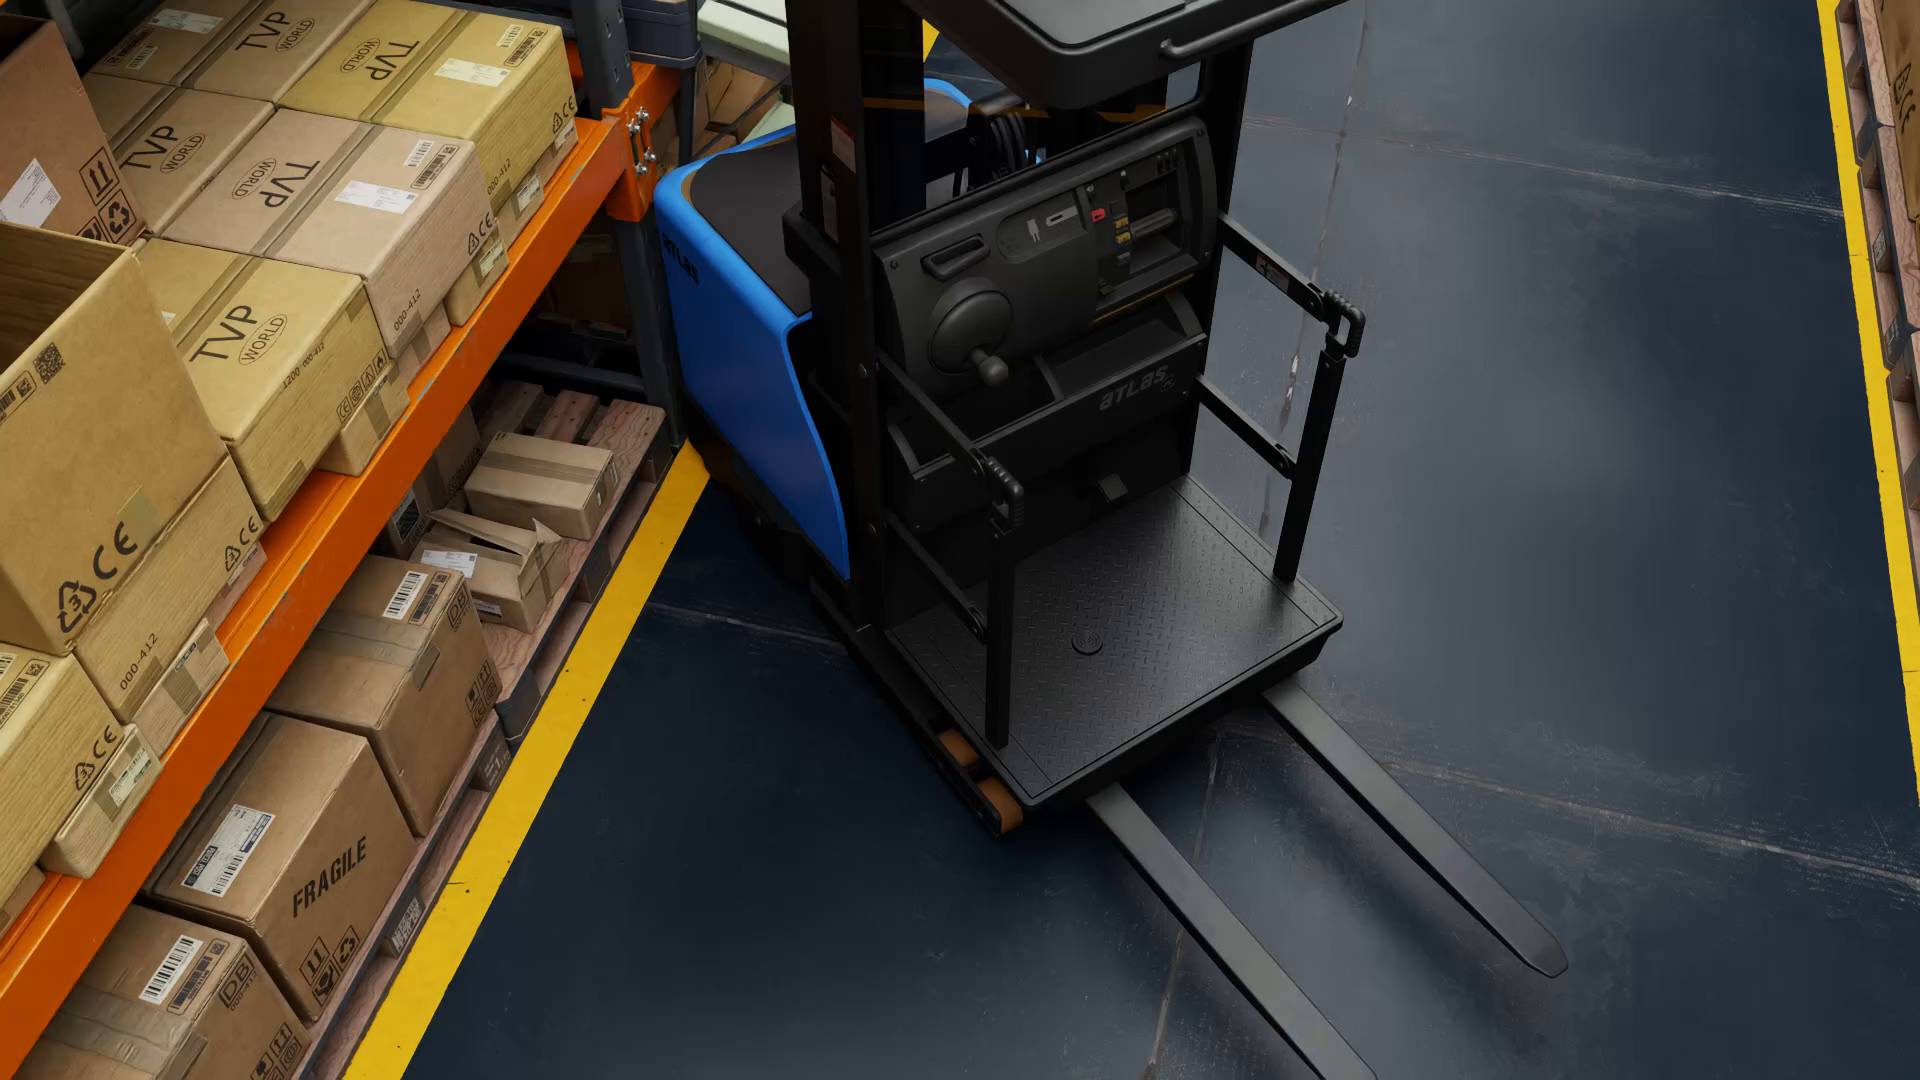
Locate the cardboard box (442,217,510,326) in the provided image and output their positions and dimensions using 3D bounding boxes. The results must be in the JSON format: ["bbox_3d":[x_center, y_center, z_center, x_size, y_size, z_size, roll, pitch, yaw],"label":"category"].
[{"bbox_3d":[-1.328,-0.683,4.020,0.380,0.149,0.250,13,50,11],"label":"cardboard box"}]

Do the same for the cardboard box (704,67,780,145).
[{"bbox_3d":[-0.920,-1.436,5.904,0.500,0.500,0.500,11,49,10],"label":"cardboard box"}]

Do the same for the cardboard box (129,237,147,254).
[{"bbox_3d":[-2.049,-0.439,3.538,0.500,0.250,0.500,13,50,11],"label":"cardboard box"}]

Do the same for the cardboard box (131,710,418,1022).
[{"bbox_3d":[-1.698,0.753,3.972,0.500,0.500,0.500,12,50,11],"label":"cardboard box"}]

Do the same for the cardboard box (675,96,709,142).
[{"bbox_3d":[-1.046,-1.381,5.423,0.380,0.149,0.250,10,49,9],"label":"cardboard box"}]

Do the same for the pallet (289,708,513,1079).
[{"bbox_3d":[-1.896,0.873,4.339,1.003,0.211,1.213,12,50,10],"label":"pallet"}]

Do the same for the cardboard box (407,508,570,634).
[{"bbox_3d":[-1.353,0.053,4.746,0.396,0.266,0.258,13,50,11],"label":"cardboard box"}]

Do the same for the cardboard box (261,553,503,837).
[{"bbox_3d":[-1.660,0.364,4.315,0.700,0.500,0.500,10,49,9],"label":"cardboard box"}]

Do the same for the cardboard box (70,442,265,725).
[{"bbox_3d":[-1.692,0.031,3.123,0.500,0.250,0.500,10,49,9],"label":"cardboard box"}]

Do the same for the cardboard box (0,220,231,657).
[{"bbox_3d":[-1.674,-0.196,2.824,0.500,0.500,0.500,13,50,11],"label":"cardboard box"}]

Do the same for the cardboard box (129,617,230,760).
[{"bbox_3d":[-1.660,0.244,3.201,0.380,0.149,0.250,13,50,11],"label":"cardboard box"}]

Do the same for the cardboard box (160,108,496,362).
[{"bbox_3d":[-1.412,-0.699,3.768,0.500,0.250,0.500,12,50,10],"label":"cardboard box"}]

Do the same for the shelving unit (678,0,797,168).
[{"bbox_3d":[-0.533,-1.281,5.247,0.431,1.500,0.755,22,50,7],"label":"shelving unit"}]

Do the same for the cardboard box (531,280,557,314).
[{"bbox_3d":[-1.552,-1.157,5.658,0.500,0.500,0.500,11,50,10],"label":"cardboard box"}]

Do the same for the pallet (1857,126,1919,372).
[{"bbox_3d":[3.844,-0.991,5.984,1.003,0.211,1.213,12,50,10],"label":"pallet"}]

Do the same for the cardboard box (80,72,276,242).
[{"bbox_3d":[-1.912,-0.812,3.867,0.500,0.250,0.500,11,50,10],"label":"cardboard box"}]

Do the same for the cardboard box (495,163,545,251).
[{"bbox_3d":[-1.283,-0.876,4.190,0.380,0.149,0.250,13,50,11],"label":"cardboard box"}]

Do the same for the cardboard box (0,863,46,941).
[{"bbox_3d":[-1.849,0.607,2.881,0.380,0.149,0.250,12,50,11],"label":"cardboard box"}]

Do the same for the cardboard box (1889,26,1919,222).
[{"bbox_3d":[3.946,-1.657,5.849,0.875,0.875,0.875,12,50,10],"label":"cardboard box"}]

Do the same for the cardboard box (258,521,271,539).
[{"bbox_3d":[-1.640,-0.144,3.544,0.380,0.149,0.250,12,50,11],"label":"cardboard box"}]

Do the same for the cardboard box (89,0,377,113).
[{"bbox_3d":[-1.786,-1.176,4.189,0.500,0.250,0.500,11,50,10],"label":"cardboard box"}]

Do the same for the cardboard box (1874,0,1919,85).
[{"bbox_3d":[4.185,-2.301,6.417,0.875,0.875,0.875,11,50,10],"label":"cardboard box"}]

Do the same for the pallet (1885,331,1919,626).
[{"bbox_3d":[3.525,-0.105,5.202,1.003,0.211,1.213,12,50,10],"label":"pallet"}]

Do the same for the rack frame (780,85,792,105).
[{"bbox_3d":[-0.399,-1.530,5.480,0.400,1.500,0.023,22,50,7],"label":"rack frame"}]

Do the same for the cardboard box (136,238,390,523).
[{"bbox_3d":[-1.556,-0.341,3.452,0.500,0.250,0.500,11,50,10],"label":"cardboard box"}]

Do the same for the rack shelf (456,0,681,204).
[{"bbox_3d":[-0.869,-2.641,6.060,1.077,0.370,4.000,12,50,10],"label":"rack shelf"}]

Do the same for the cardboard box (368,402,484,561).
[{"bbox_3d":[-1.797,-0.250,4.983,0.500,0.311,0.500,13,50,11],"label":"cardboard box"}]

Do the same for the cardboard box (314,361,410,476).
[{"bbox_3d":[-1.464,-0.308,3.689,0.380,0.149,0.250,11,49,9],"label":"cardboard box"}]

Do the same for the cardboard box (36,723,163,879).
[{"bbox_3d":[-1.710,0.439,3.030,0.380,0.149,0.250,10,49,9],"label":"cardboard box"}]

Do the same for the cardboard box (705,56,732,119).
[{"bbox_3d":[-0.990,-1.569,5.588,0.380,0.149,0.250,9,49,8],"label":"cardboard box"}]

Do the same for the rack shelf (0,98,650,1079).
[{"bbox_3d":[-1.922,0.253,3.506,1.077,0.370,4.000,12,50,10],"label":"rack shelf"}]

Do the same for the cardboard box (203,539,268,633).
[{"bbox_3d":[-1.659,0.044,3.378,0.380,0.149,0.250,11,50,10],"label":"cardboard box"}]

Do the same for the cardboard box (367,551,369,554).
[{"bbox_3d":[-1.911,0.117,4.767,0.380,0.149,0.250,11,49,10],"label":"cardboard box"}]

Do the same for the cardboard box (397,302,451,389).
[{"bbox_3d":[-1.424,-0.499,3.857,0.380,0.149,0.250,13,50,11],"label":"cardboard box"}]

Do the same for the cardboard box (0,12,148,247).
[{"bbox_3d":[-2.044,-0.704,3.272,0.500,0.500,0.500,10,49,9],"label":"cardboard box"}]

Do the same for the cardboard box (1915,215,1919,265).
[{"bbox_3d":[3.710,-1.010,5.278,0.875,0.875,0.875,13,50,11],"label":"cardboard box"}]

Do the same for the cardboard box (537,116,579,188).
[{"bbox_3d":[-1.236,-1.068,4.360,0.380,0.149,0.250,12,50,11],"label":"cardboard box"}]

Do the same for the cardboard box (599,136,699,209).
[{"bbox_3d":[-1.044,-1.165,5.232,0.380,0.149,0.250,14,50,12],"label":"cardboard box"}]

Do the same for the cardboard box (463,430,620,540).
[{"bbox_3d":[-1.259,-0.167,5.018,0.380,0.149,0.250,10,49,9],"label":"cardboard box"}]

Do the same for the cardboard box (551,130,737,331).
[{"bbox_3d":[-1.051,-1.049,5.563,0.500,0.500,0.500,14,50,12],"label":"cardboard box"}]

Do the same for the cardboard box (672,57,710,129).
[{"bbox_3d":[-1.022,-1.461,5.295,0.380,0.149,0.250,9,49,8],"label":"cardboard box"}]

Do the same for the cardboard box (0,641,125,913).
[{"bbox_3d":[-1.806,0.406,2.793,0.500,0.250,0.500,11,49,9],"label":"cardboard box"}]

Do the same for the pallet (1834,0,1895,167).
[{"bbox_3d":[4.167,-1.870,6.760,1.003,0.211,1.213,12,50,10],"label":"pallet"}]

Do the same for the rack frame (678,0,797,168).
[{"bbox_3d":[-0.666,-1.032,5.015,0.400,1.500,0.023,22,50,7],"label":"rack frame"}]

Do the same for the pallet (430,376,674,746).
[{"bbox_3d":[-1.577,-0.013,5.120,1.003,0.211,1.213,12,50,10],"label":"pallet"}]

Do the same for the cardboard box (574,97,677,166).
[{"bbox_3d":[-1.103,-1.276,5.131,0.380,0.149,0.250,11,49,9],"label":"cardboard box"}]

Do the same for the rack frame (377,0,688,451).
[{"bbox_3d":[-1.395,-1.432,4.513,1.000,3.000,0.127,12,50,10],"label":"rack frame"}]

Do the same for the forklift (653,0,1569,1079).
[{"bbox_3d":[0.352,-0.583,3.810,1.130,2.935,3.031,-27,54,-22],"label":"forklift"}]

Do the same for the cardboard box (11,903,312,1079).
[{"bbox_3d":[-1.933,1.115,3.652,0.700,0.500,0.500,13,50,12],"label":"cardboard box"}]

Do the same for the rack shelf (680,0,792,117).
[{"bbox_3d":[-0.472,-1.526,4.950,0.431,0.370,0.720,22,50,7],"label":"rack shelf"}]

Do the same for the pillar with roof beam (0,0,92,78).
[{"bbox_3d":[1.705,-2.242,1.227,9.100,9.000,0.400,12,50,10],"label":"pillar with roof beam"}]

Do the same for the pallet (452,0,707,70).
[{"bbox_3d":[-1.080,-1.925,5.076,1.003,0.211,1.213,12,50,10],"label":"pallet"}]

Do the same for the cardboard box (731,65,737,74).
[{"bbox_3d":[-0.930,-1.770,5.766,0.380,0.149,0.250,11,49,9],"label":"cardboard box"}]

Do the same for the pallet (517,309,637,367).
[{"bbox_3d":[-1.218,-1.105,6.085,1.003,0.211,1.213,12,50,10],"label":"pallet"}]

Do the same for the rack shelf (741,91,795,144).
[{"bbox_3d":[-0.583,-1.076,5.496,0.431,0.370,0.720,22,50,7],"label":"rack shelf"}]

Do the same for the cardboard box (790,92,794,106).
[{"bbox_3d":[-0.785,-1.796,6.222,0.500,0.500,0.500,10,49,9],"label":"cardboard box"}]

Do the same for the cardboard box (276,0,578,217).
[{"bbox_3d":[-1.294,-1.064,4.090,0.500,0.250,0.500,13,50,11],"label":"cardboard box"}]
